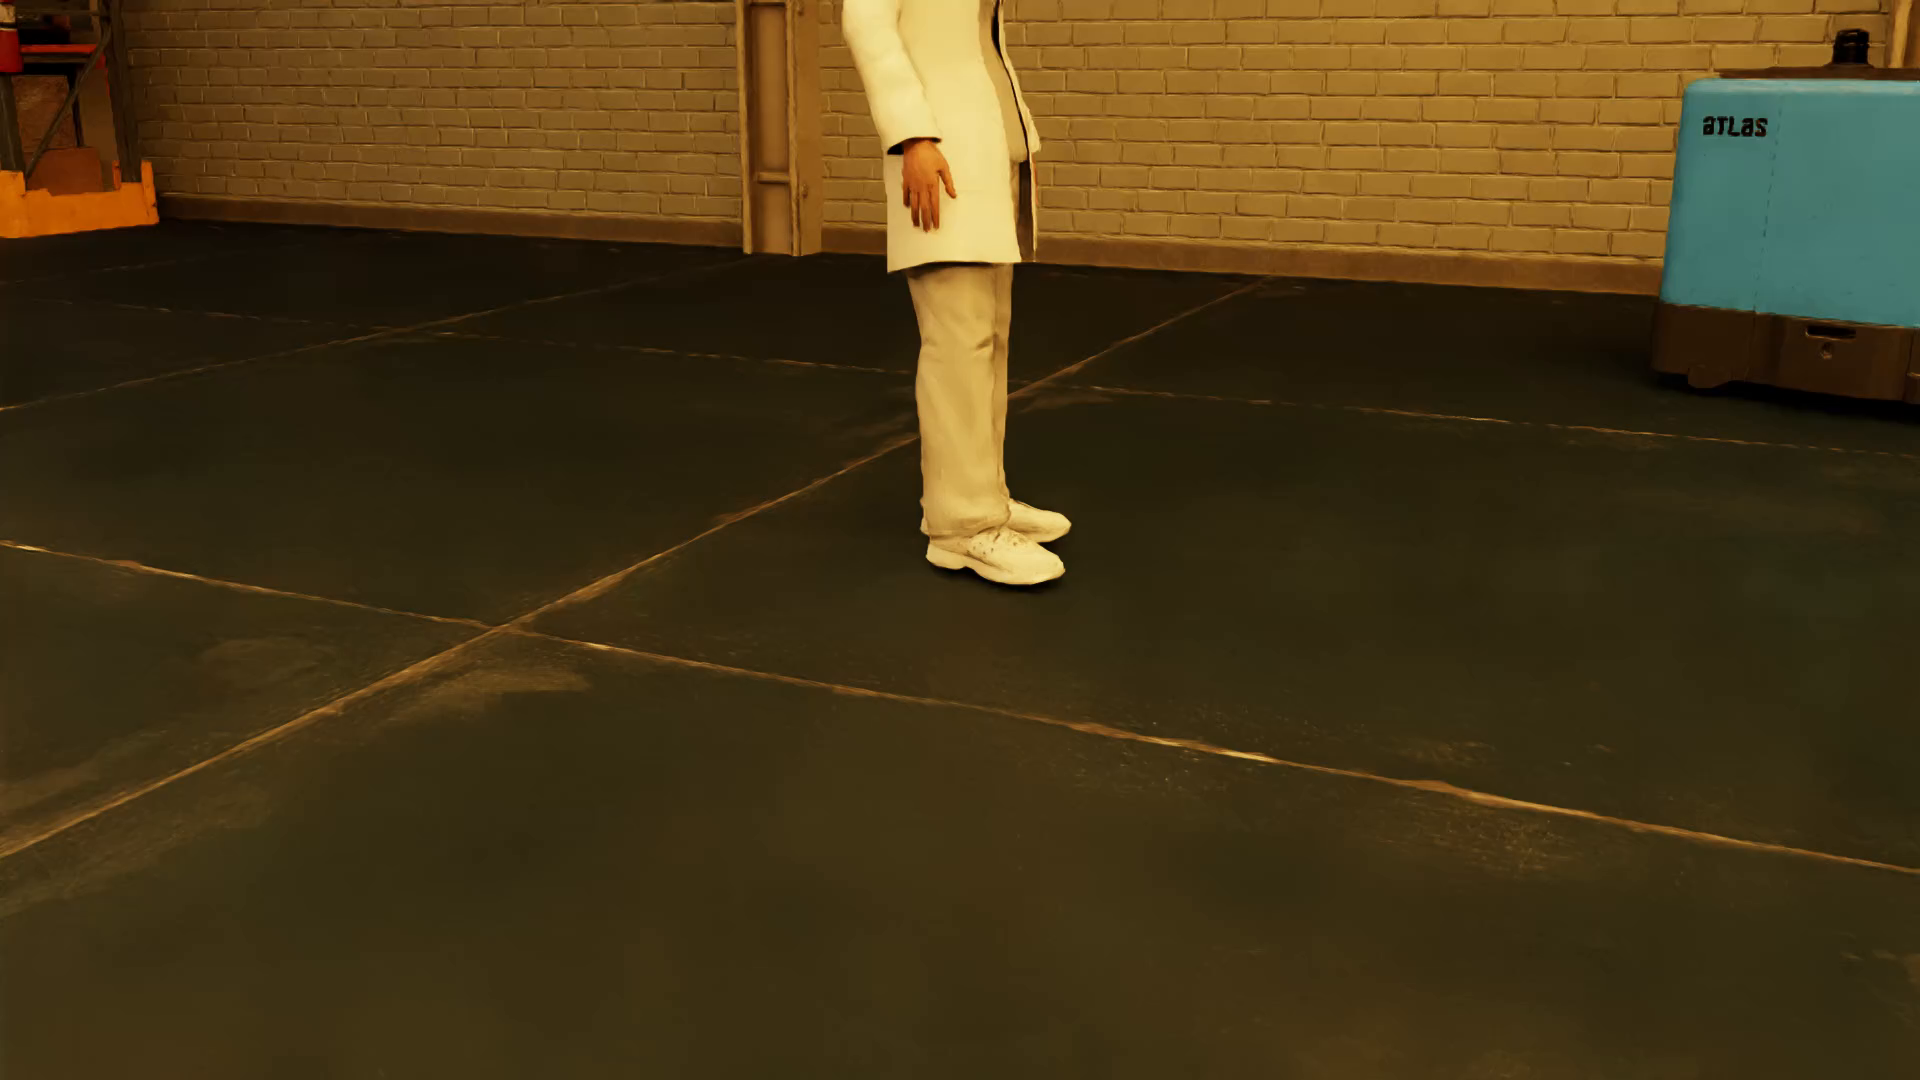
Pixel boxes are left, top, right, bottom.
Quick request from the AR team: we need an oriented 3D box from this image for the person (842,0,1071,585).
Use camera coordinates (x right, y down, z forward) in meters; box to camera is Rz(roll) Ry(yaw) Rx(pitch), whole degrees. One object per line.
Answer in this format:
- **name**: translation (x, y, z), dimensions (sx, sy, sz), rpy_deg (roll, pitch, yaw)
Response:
- **person**: translation (0.081, -0.849, 3.802), dimensions (0.579, 1.776, 0.694), rpy_deg (7, 18, 23)

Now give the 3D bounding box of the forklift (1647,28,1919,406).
- **forklift**: translation (3.873, -1.763, 4.909), dimensions (3.031, 2.935, 1.130), rpy_deg (15, 22, 42)
